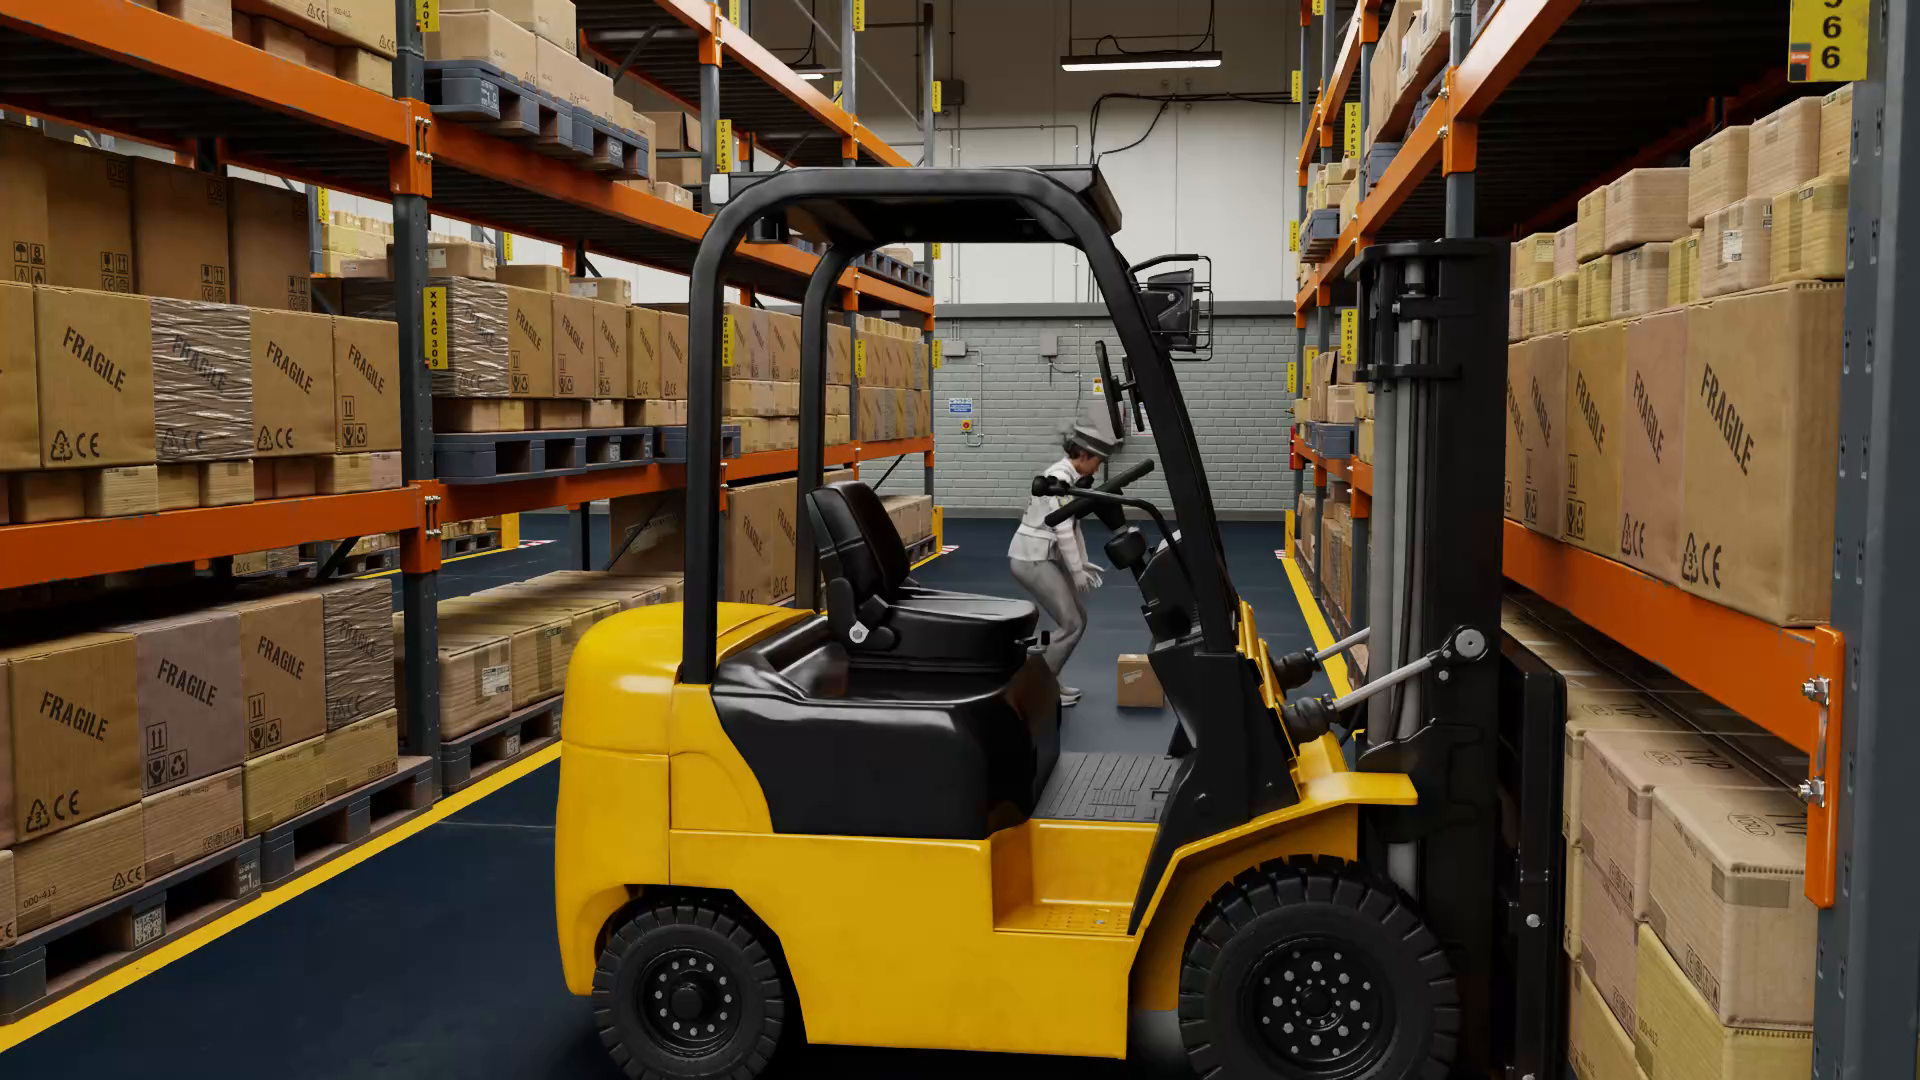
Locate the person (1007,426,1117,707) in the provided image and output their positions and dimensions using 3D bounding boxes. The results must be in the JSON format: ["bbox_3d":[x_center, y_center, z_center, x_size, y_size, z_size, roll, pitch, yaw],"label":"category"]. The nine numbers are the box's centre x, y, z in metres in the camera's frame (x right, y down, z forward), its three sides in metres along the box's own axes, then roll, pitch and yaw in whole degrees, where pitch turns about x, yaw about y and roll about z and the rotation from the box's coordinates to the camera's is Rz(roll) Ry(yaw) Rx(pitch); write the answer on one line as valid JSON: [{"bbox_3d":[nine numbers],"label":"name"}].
[{"bbox_3d":[0.561,0.137,9.157,0.591,1.522,0.527,1,5,9],"label":"person"}]
